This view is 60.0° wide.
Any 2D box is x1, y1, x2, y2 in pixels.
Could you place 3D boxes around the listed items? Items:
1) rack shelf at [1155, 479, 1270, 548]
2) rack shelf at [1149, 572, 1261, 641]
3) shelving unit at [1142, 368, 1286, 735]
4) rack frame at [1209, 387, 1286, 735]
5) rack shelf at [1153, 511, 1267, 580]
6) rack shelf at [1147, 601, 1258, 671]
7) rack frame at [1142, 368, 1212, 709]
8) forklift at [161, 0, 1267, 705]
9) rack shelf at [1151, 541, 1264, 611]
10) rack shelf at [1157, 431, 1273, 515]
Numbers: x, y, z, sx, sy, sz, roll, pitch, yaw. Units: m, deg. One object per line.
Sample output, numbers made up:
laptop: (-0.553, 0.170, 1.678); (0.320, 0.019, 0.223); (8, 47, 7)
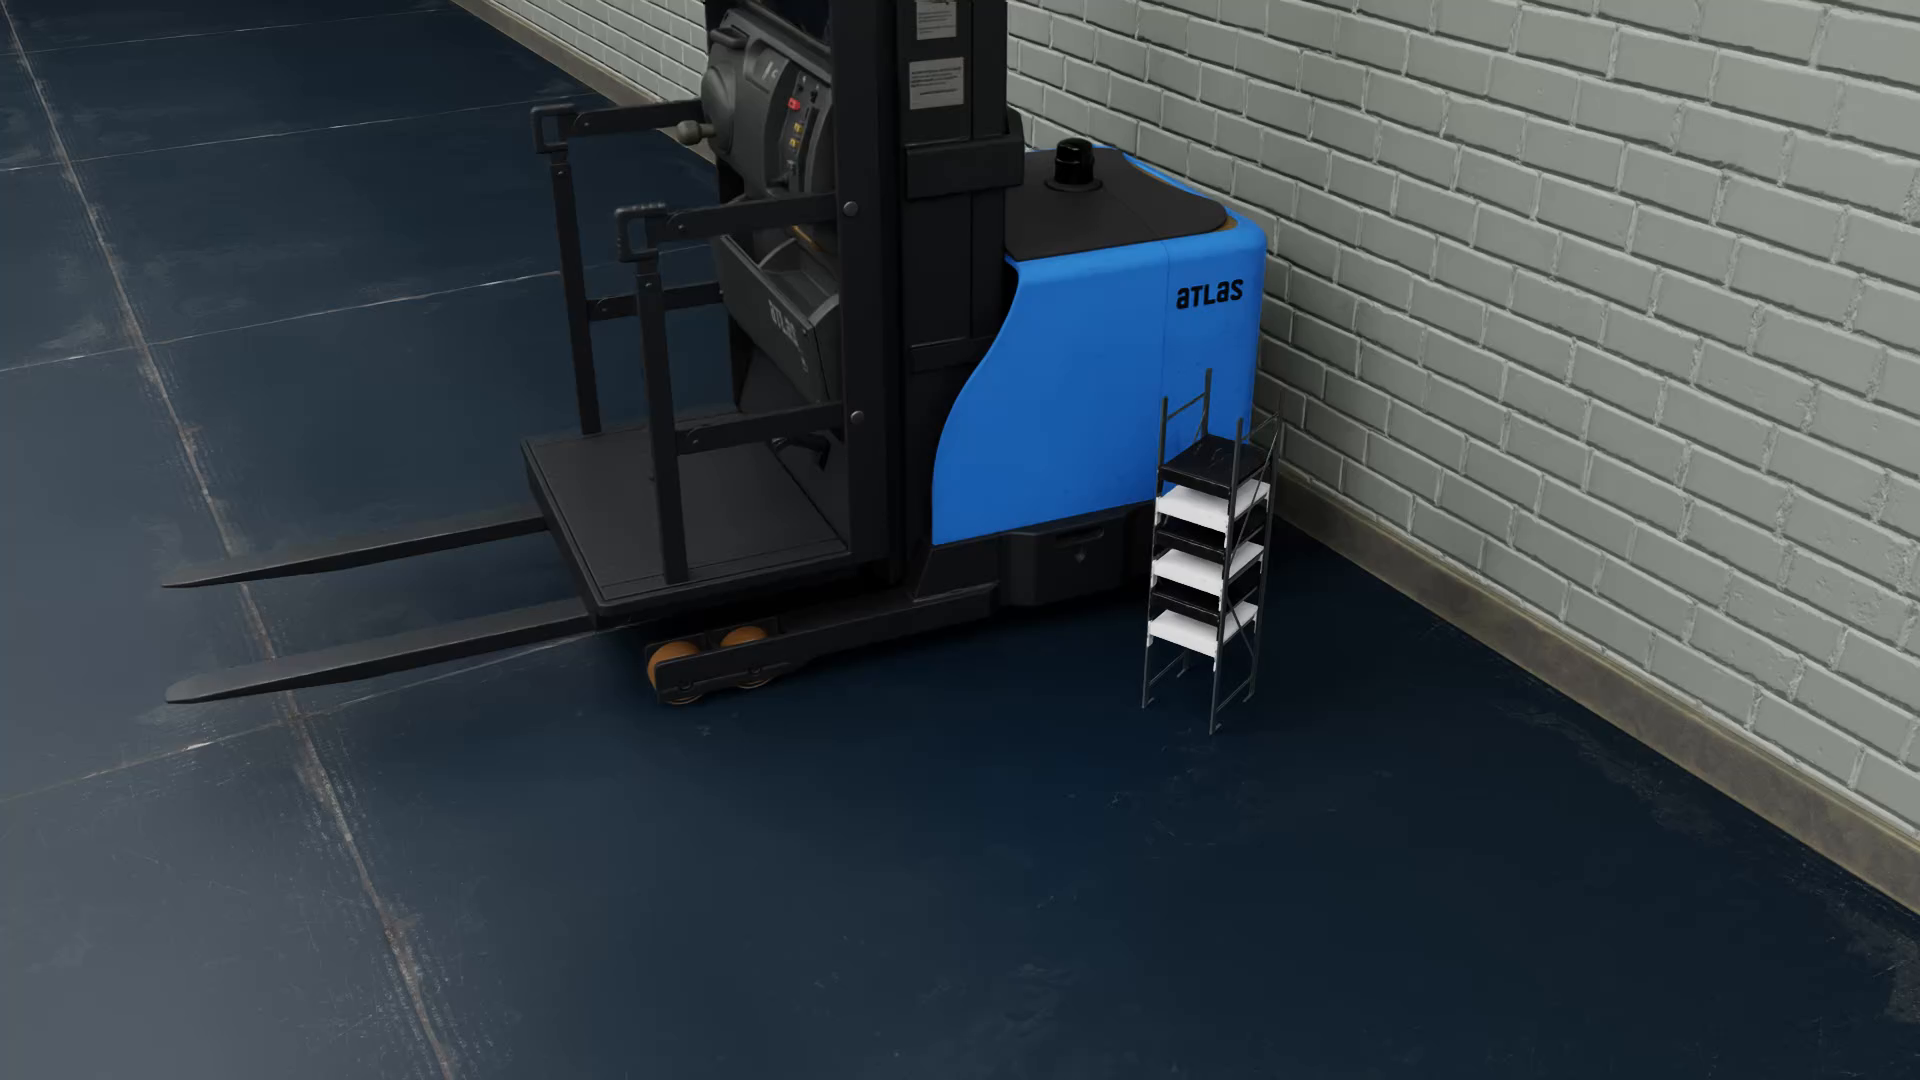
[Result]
rack shelf: (0.641, -0.091, 4.179); (0.200, 0.077, 0.258); (20, 34, 31)
rack shelf: (0.641, 0.146, 4.310); (0.200, 0.077, 0.258); (20, 34, 31)
shelving unit: (0.641, 0.038, 4.250); (0.210, 0.900, 0.258); (20, 34, 31)
rack frame: (0.723, 0.067, 4.197); (0.006, 0.900, 0.240); (20, 34, 31)
rack shelf: (0.641, -0.012, 4.223); (0.200, 0.077, 0.258); (20, 34, 31)
rack shelf: (0.641, 0.225, 4.353); (0.200, 0.077, 0.258); (20, 34, 31)
rack frame: (0.559, 0.009, 4.303); (0.006, 0.900, 0.240); (20, 34, 31)
forklift: (-0.692, -1.133, 4.269); (3.031, 2.935, 1.130); (-12, 31, -21)
rack shelf: (0.641, 0.067, 4.266); (0.200, 0.077, 0.258); (20, 34, 31)
rack shelf: (0.641, -0.169, 4.136); (0.200, 0.077, 0.258); (20, 34, 31)
